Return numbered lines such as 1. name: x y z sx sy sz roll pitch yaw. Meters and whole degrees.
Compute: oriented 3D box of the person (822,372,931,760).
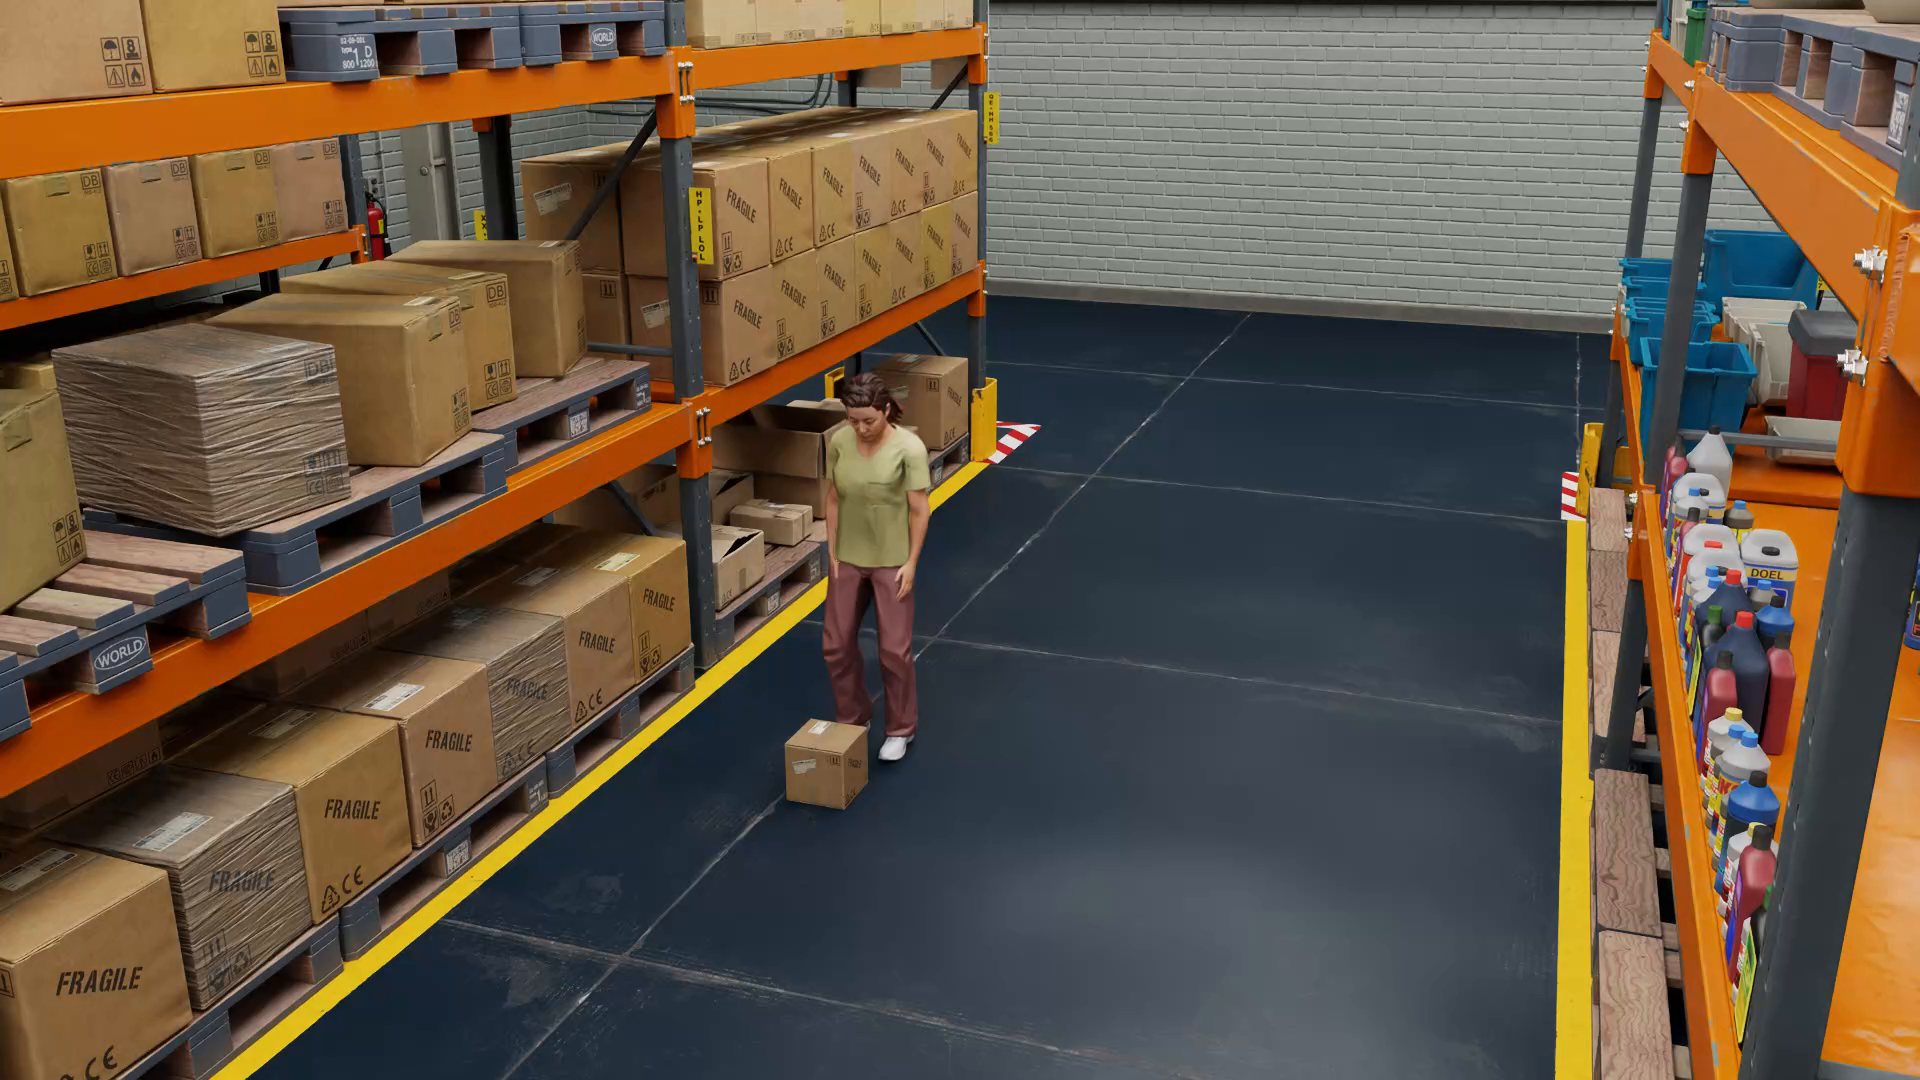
1. person: -0.346 0.102 6.825 0.463 1.645 0.354 7 20 20
